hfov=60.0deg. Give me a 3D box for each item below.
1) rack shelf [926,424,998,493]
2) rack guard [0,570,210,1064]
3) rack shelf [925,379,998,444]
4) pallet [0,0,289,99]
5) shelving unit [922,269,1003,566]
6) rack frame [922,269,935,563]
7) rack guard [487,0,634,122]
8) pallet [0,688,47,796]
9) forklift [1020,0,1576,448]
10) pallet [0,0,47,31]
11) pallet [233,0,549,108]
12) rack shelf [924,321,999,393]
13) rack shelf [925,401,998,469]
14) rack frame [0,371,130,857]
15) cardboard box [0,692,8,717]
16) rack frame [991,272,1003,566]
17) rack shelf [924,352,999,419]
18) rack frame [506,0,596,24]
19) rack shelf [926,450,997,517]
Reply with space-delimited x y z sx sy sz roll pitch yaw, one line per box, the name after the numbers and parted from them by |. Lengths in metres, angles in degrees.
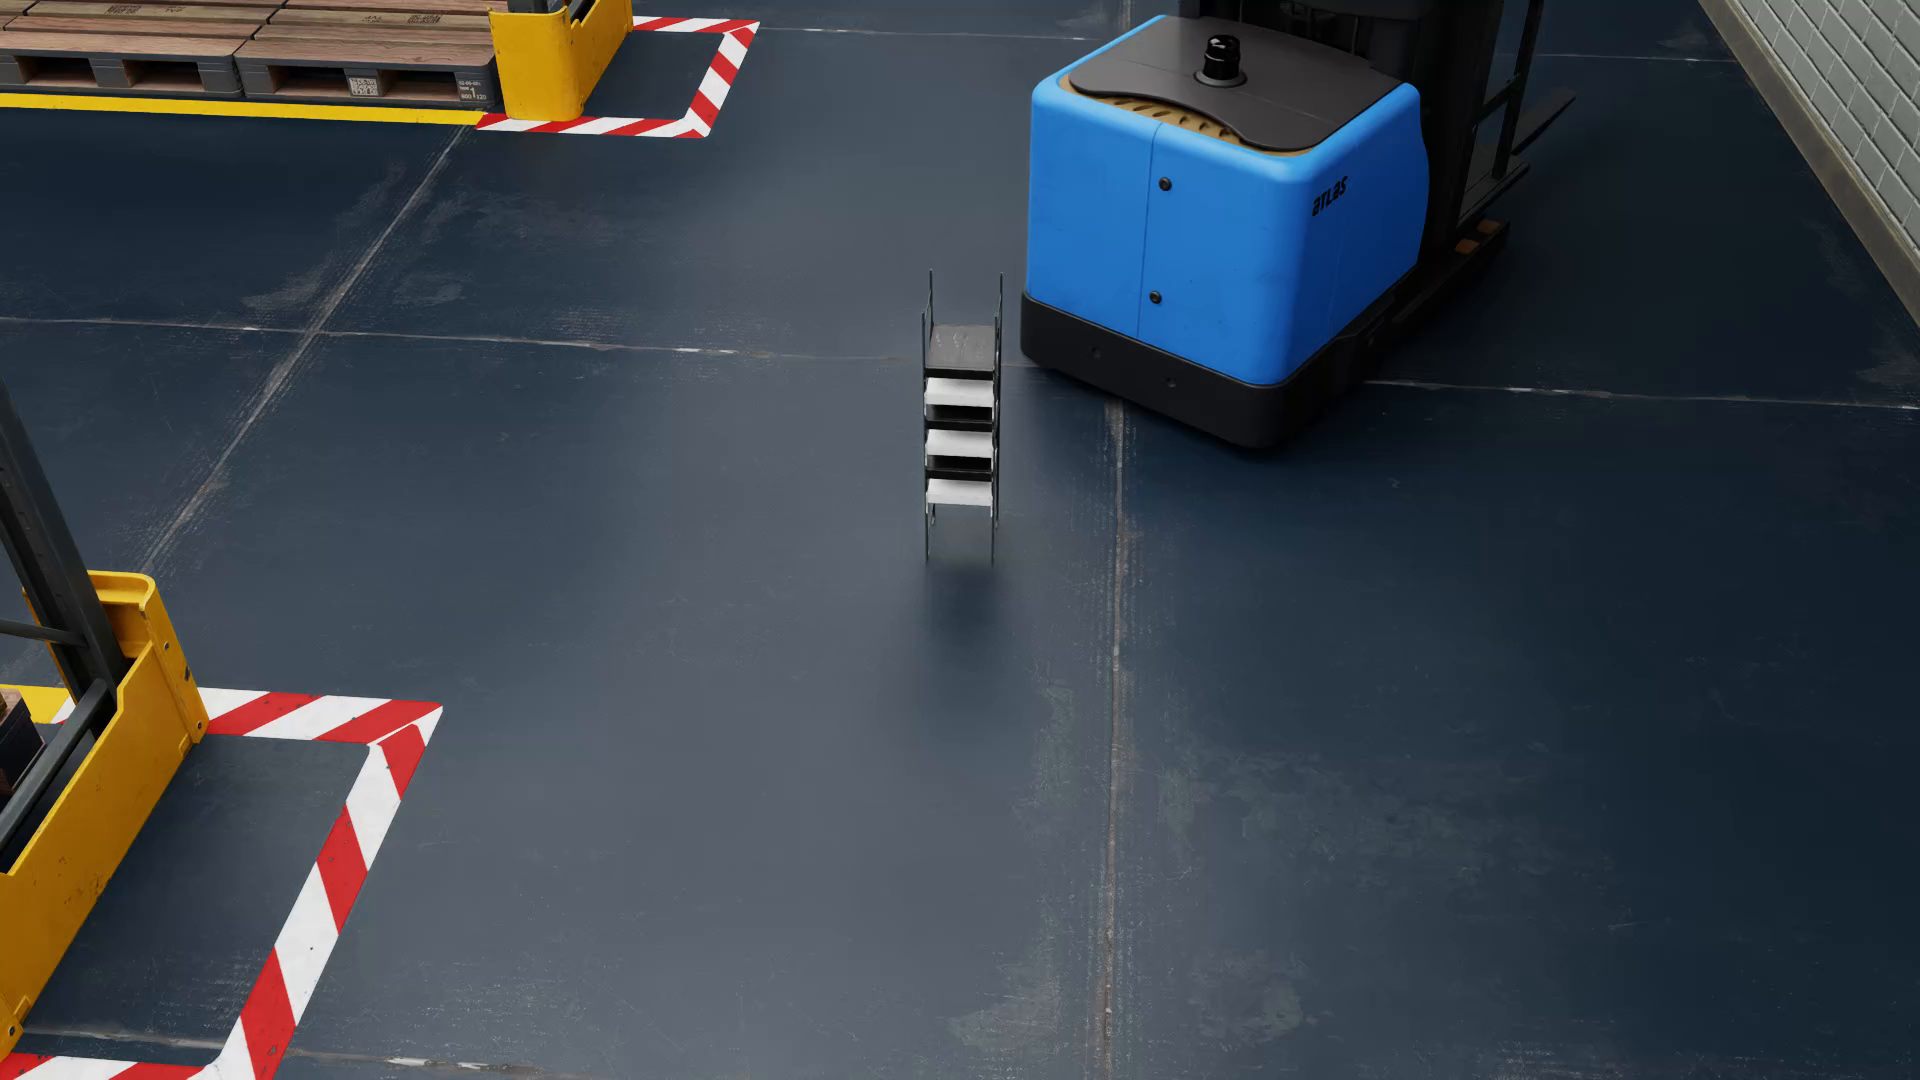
0.008 -0.253 5.043 0.200 0.077 0.258 3 39 4 | rack shelf
-2.301 0.645 4.062 0.348 0.500 1.175 3 39 4 | rack guard
0.008 -0.393 4.930 0.200 0.077 0.258 3 39 4 | rack shelf
-3.928 -2.497 8.150 1.213 0.211 1.003 3 39 4 | pallet
0.008 -0.349 4.965 0.210 0.900 0.258 3 39 4 | shelving unit
-0.093 -0.354 4.972 0.006 0.900 0.240 3 39 4 | rack frame
-1.873 -2.478 7.899 0.348 0.500 1.175 3 39 4 | rack guard
-3.128 0.761 4.148 1.213 0.211 1.003 3 39 4 | pallet
1.518 -2.315 5.772 1.130 2.935 3.031 26 46 28 | forklift
-5.147 -2.562 8.230 1.213 0.211 1.003 3 39 4 | pallet
-2.716 -2.429 8.067 1.213 0.211 1.003 3 39 4 | pallet
0.008 -0.532 4.816 0.200 0.077 0.258 3 39 4 | rack shelf
0.008 -0.323 4.986 0.200 0.077 0.258 3 39 4 | rack shelf
-2.325 -0.326 3.274 0.127 3.000 1.000 3 39 4 | rack frame
-2.970 0.351 3.793 0.875 0.875 0.875 3 39 4 | cardboard box
0.109 -0.343 4.959 0.006 0.900 0.240 3 39 4 | rack frame
0.008 -0.462 4.873 0.200 0.077 0.258 3 39 4 | rack shelf
-1.898 -3.441 7.101 0.127 3.000 1.000 3 39 4 | rack frame
0.008 -0.183 5.100 0.200 0.077 0.258 3 39 4 | rack shelf
